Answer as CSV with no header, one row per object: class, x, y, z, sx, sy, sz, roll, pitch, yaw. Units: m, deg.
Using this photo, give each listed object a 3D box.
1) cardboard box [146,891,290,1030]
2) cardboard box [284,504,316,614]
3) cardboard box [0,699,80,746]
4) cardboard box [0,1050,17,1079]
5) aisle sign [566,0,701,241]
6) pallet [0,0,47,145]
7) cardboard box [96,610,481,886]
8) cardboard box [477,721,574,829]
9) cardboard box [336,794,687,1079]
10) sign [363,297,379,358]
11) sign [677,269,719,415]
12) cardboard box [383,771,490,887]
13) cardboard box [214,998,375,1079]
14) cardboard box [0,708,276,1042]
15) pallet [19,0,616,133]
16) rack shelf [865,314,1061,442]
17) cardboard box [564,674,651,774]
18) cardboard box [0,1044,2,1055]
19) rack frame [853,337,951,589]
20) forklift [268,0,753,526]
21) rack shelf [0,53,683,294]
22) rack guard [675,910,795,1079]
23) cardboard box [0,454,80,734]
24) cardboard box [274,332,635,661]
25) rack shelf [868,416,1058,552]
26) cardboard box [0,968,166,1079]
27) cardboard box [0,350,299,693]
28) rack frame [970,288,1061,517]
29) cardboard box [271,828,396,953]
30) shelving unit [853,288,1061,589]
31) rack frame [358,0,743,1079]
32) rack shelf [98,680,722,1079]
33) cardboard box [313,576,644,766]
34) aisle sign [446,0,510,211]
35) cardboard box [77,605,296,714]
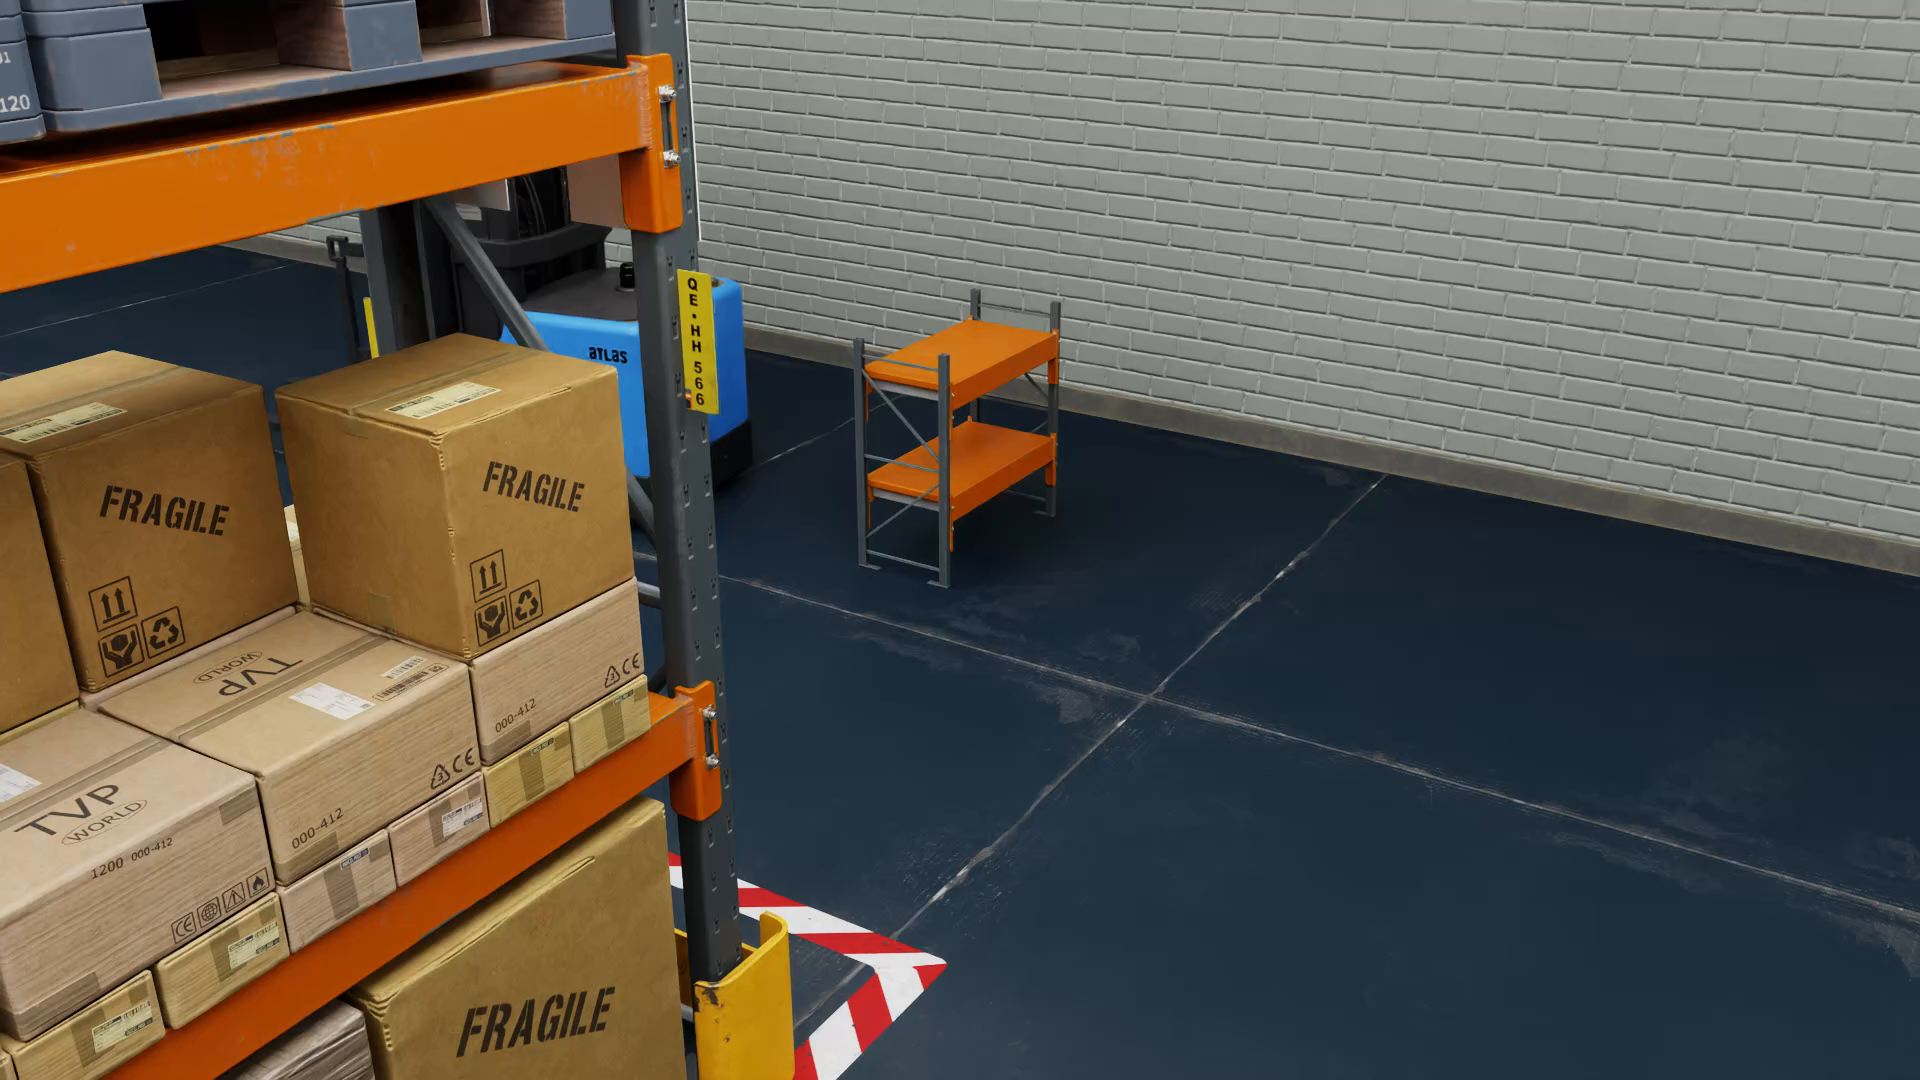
cardboard box,-1.491,0.727,3.111,0.380,0.149,0.250,13,27,28
cardboard box,-1.528,0.116,4.022,0.500,0.250,0.500,13,27,28
cardboard box,-2.065,0.461,3.223,0.500,0.250,0.500,13,27,27
cardboard box,-1.760,0.898,2.716,0.380,0.149,0.250,14,27,30
aisle sign,-0.753,-1.077,3.689,0.394,0.787,0.004,14,27,29
pallet,-2.071,-0.592,2.178,1.003,0.211,1.213,14,27,29
cardboard box,-1.344,0.400,3.364,0.500,0.250,0.500,13,27,28
cardboard box,-1.089,0.470,3.704,0.380,0.149,0.250,14,27,29
cardboard box,-1.315,1.093,4.096,0.875,0.875,0.875,14,27,29
sign,-1.514,-0.474,4.380,0.100,0.325,0.005,14,27,29
sign,-0.592,-0.444,3.744,0.100,0.325,0.005,14,27,29
cardboard box,-1.223,0.555,3.508,0.380,0.149,0.250,14,27,29
cardboard box,-1.795,1.400,3.386,0.875,0.875,0.875,14,27,29
cardboard box,-1.612,0.572,2.967,0.500,0.250,0.500,13,27,27
pallet,-1.428,-1.006,3.133,1.003,0.211,1.213,14,27,29
rack shelf,0.004,-0.787,7.916,0.538,0.278,1.000,14,27,29
cardboard box,-0.953,0.382,3.908,0.380,0.149,0.250,14,27,30
cardboard box,-1.883,0.749,2.559,0.500,0.250,0.500,14,27,29
rack frame,-0.265,-0.347,7.635,0.500,1.125,0.032,14,27,29
forklift,-2.698,-1.764,8.636,3.031,2.935,1.130,9,25,20
rack shelf,-2.100,-0.294,2.282,1.077,0.370,4.000,14,27,29
rack guard,-1.033,1.217,4.810,1.175,0.500,0.348,14,27,29
cardboard box,-2.060,0.116,3.076,0.500,0.500,0.500,13,27,28
cardboard box,-1.079,-0.115,3.609,0.500,0.500,0.500,14,27,30
rack shelf,0.004,-0.294,8.129,0.538,0.278,1.000,14,27,29
cardboard box,-1.627,0.815,2.908,0.380,0.149,0.250,14,27,29
cardboard box,-1.792,-0.060,3.483,0.500,0.500,0.500,13,27,28
rack frame,0.272,-0.690,8.428,0.500,1.125,0.032,14,27,29
cardboard box,-1.356,0.639,3.314,0.380,0.149,0.250,14,27,30
shelving unit,0.004,-0.518,8.032,0.538,1.125,1.048,14,27,29
rack frame,-1.045,0.078,4.295,1.000,3.000,0.127,14,27,29
rack shelf,-2.100,1.083,2.878,1.077,0.370,4.000,14,27,29
cardboard box,-1.076,0.229,3.759,0.500,0.250,0.500,13,27,28
aisle sign,-1.262,-1.202,3.980,0.394,0.787,0.004,14,27,29
cardboard box,-1.797,0.292,3.613,0.500,0.250,0.500,13,27,28
